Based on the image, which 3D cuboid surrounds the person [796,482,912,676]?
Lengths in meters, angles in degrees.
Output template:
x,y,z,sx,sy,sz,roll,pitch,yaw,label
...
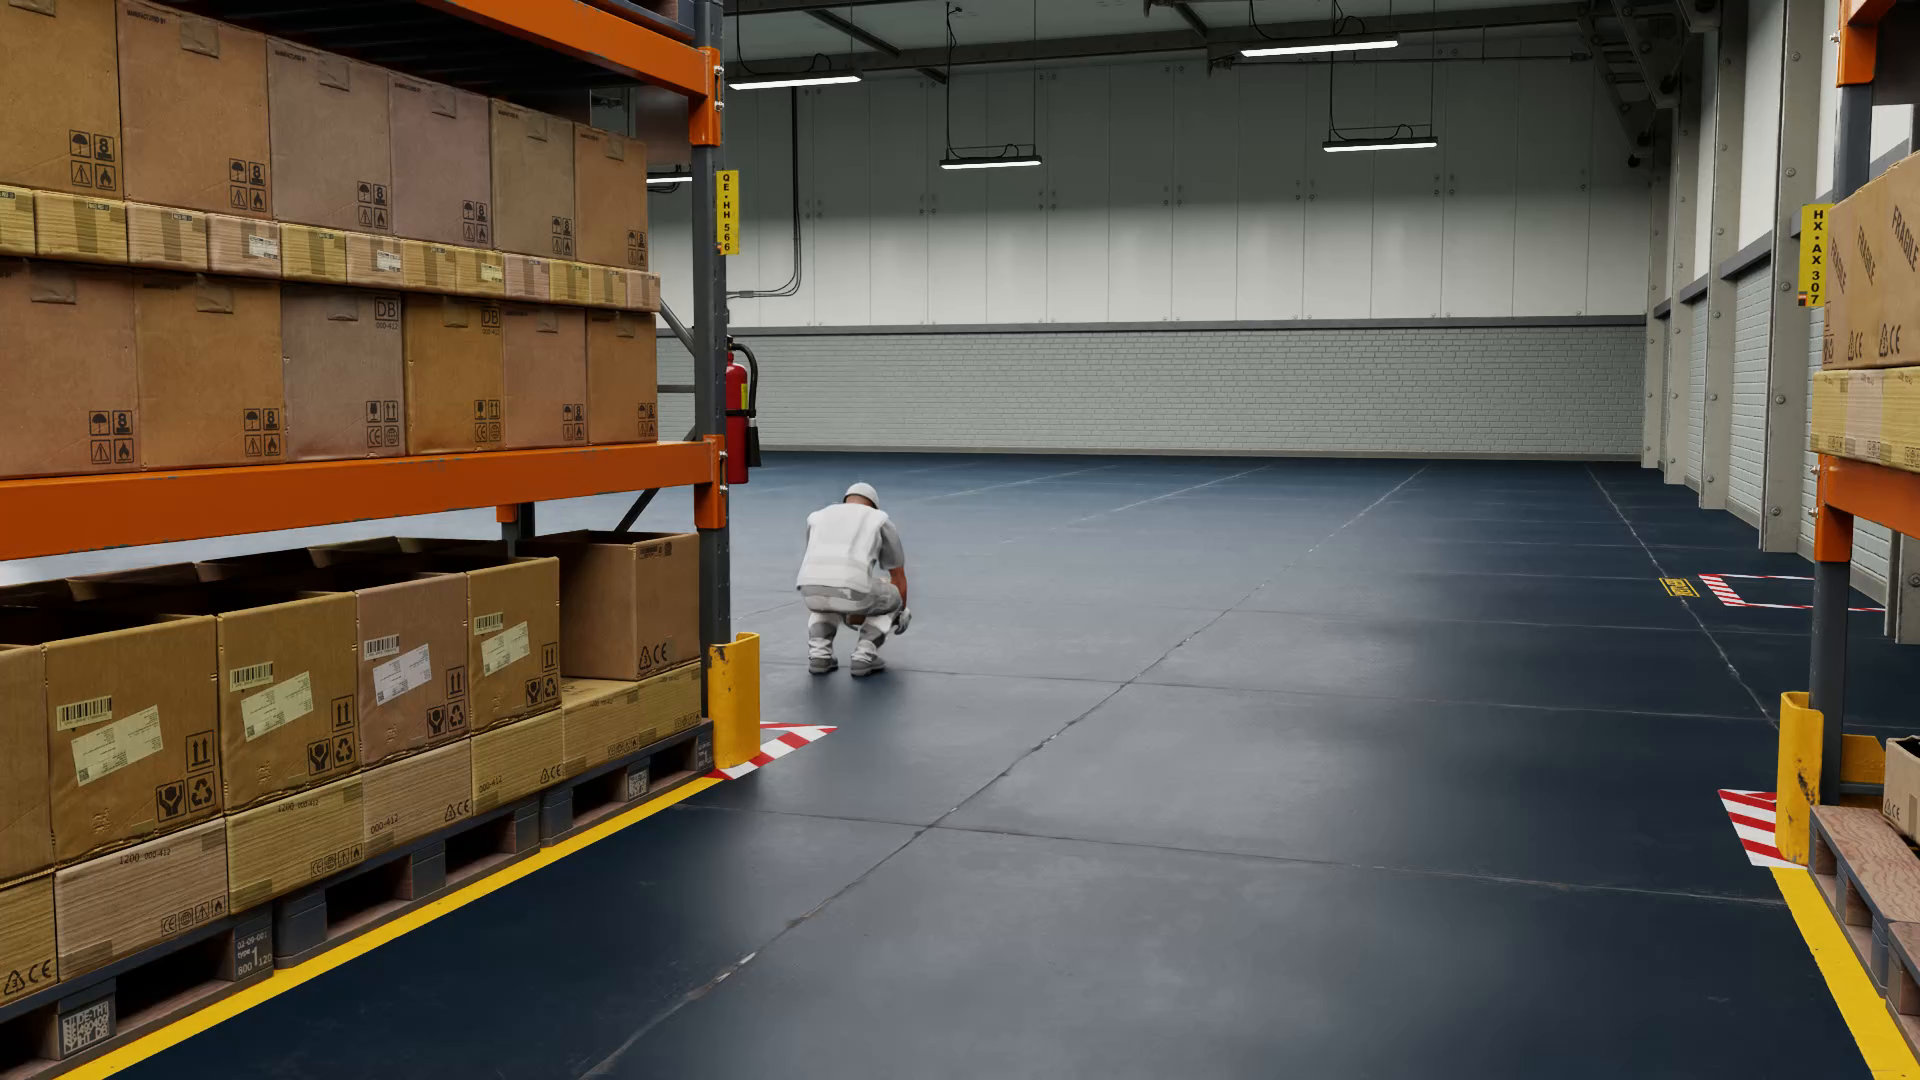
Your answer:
x,y,z,sx,sy,sz,roll,pitch,yaw,label
-0.603,0.201,9.024,0.573,0.998,0.882,2,5,19,person
